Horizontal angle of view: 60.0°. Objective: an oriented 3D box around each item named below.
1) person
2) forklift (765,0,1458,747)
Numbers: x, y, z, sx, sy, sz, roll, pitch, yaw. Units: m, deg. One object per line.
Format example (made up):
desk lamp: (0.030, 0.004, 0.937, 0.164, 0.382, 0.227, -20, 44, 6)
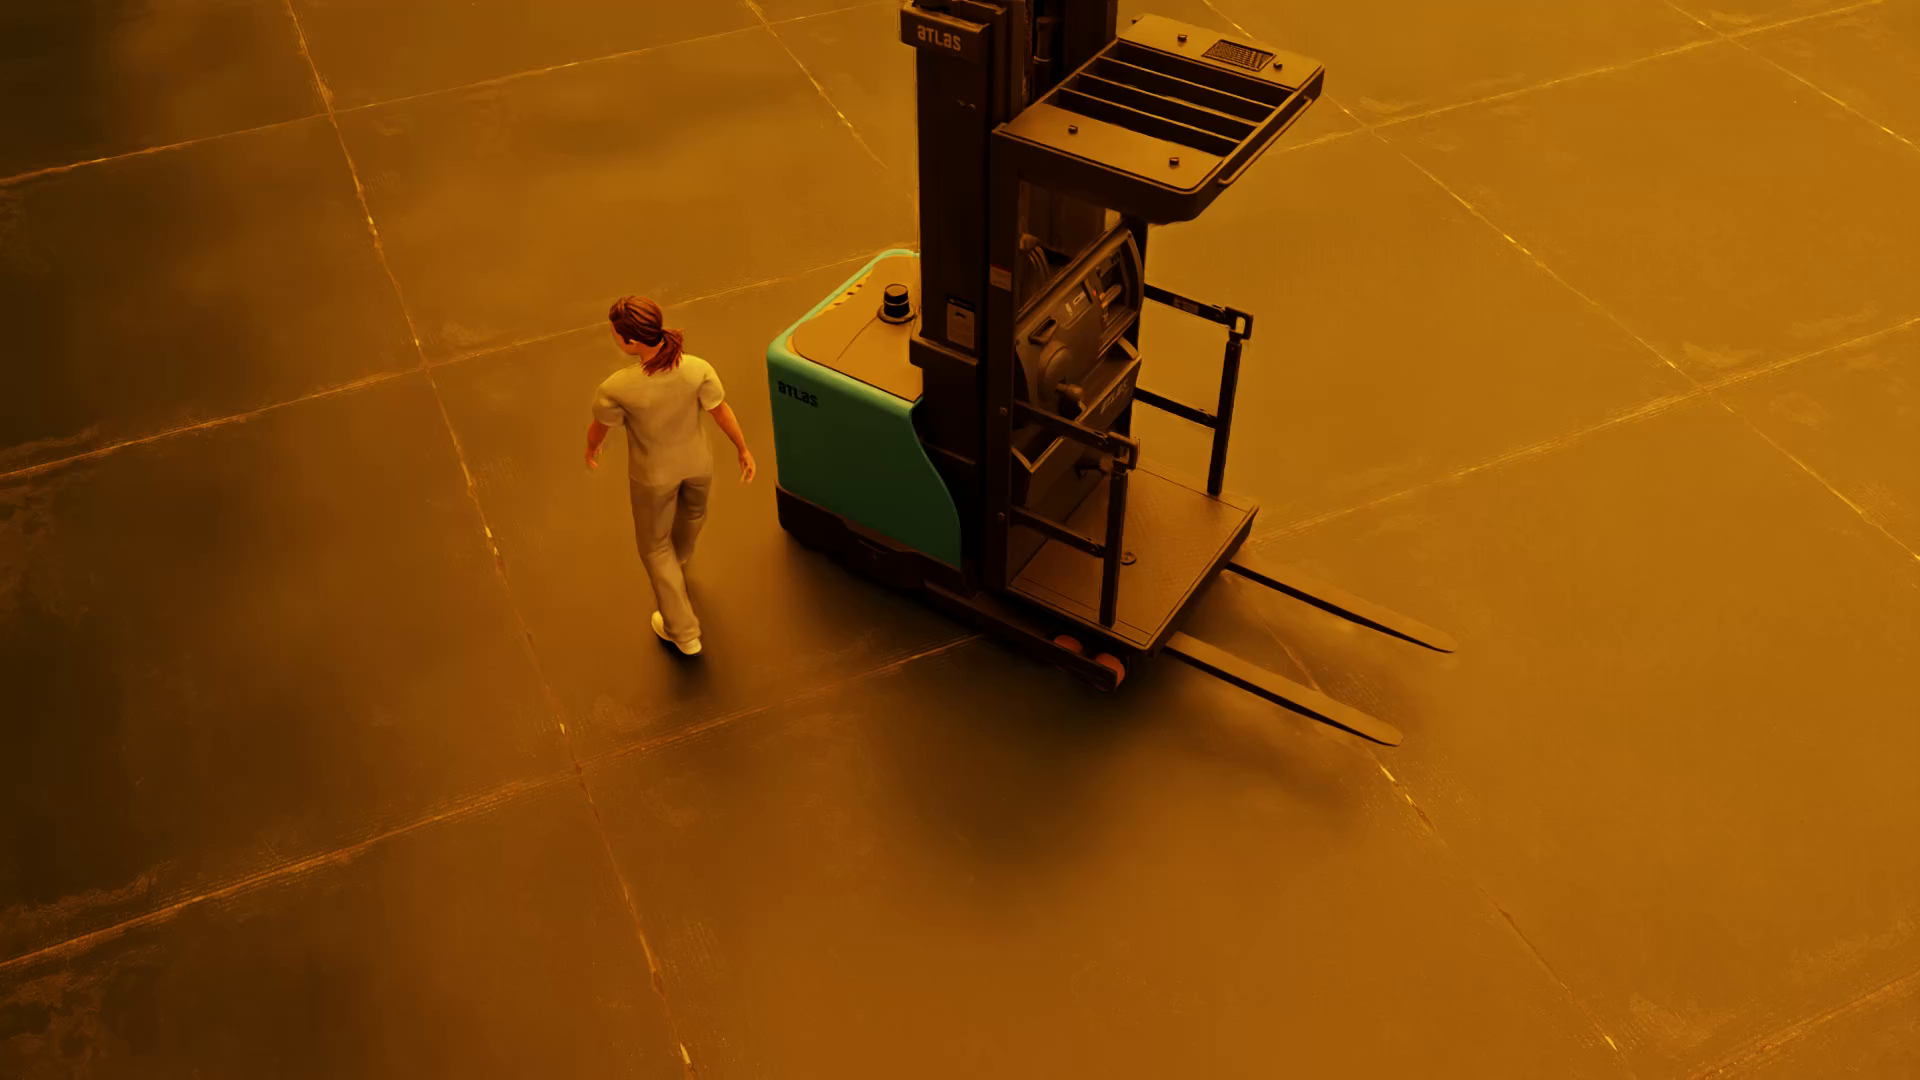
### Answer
person: (-1.235, -0.381, 6.994, 0.623, 1.632, 0.833, -21, 47, -21)
forklift: (0.658, -0.841, 6.581, 3.031, 2.935, 1.130, 24, 48, 23)
